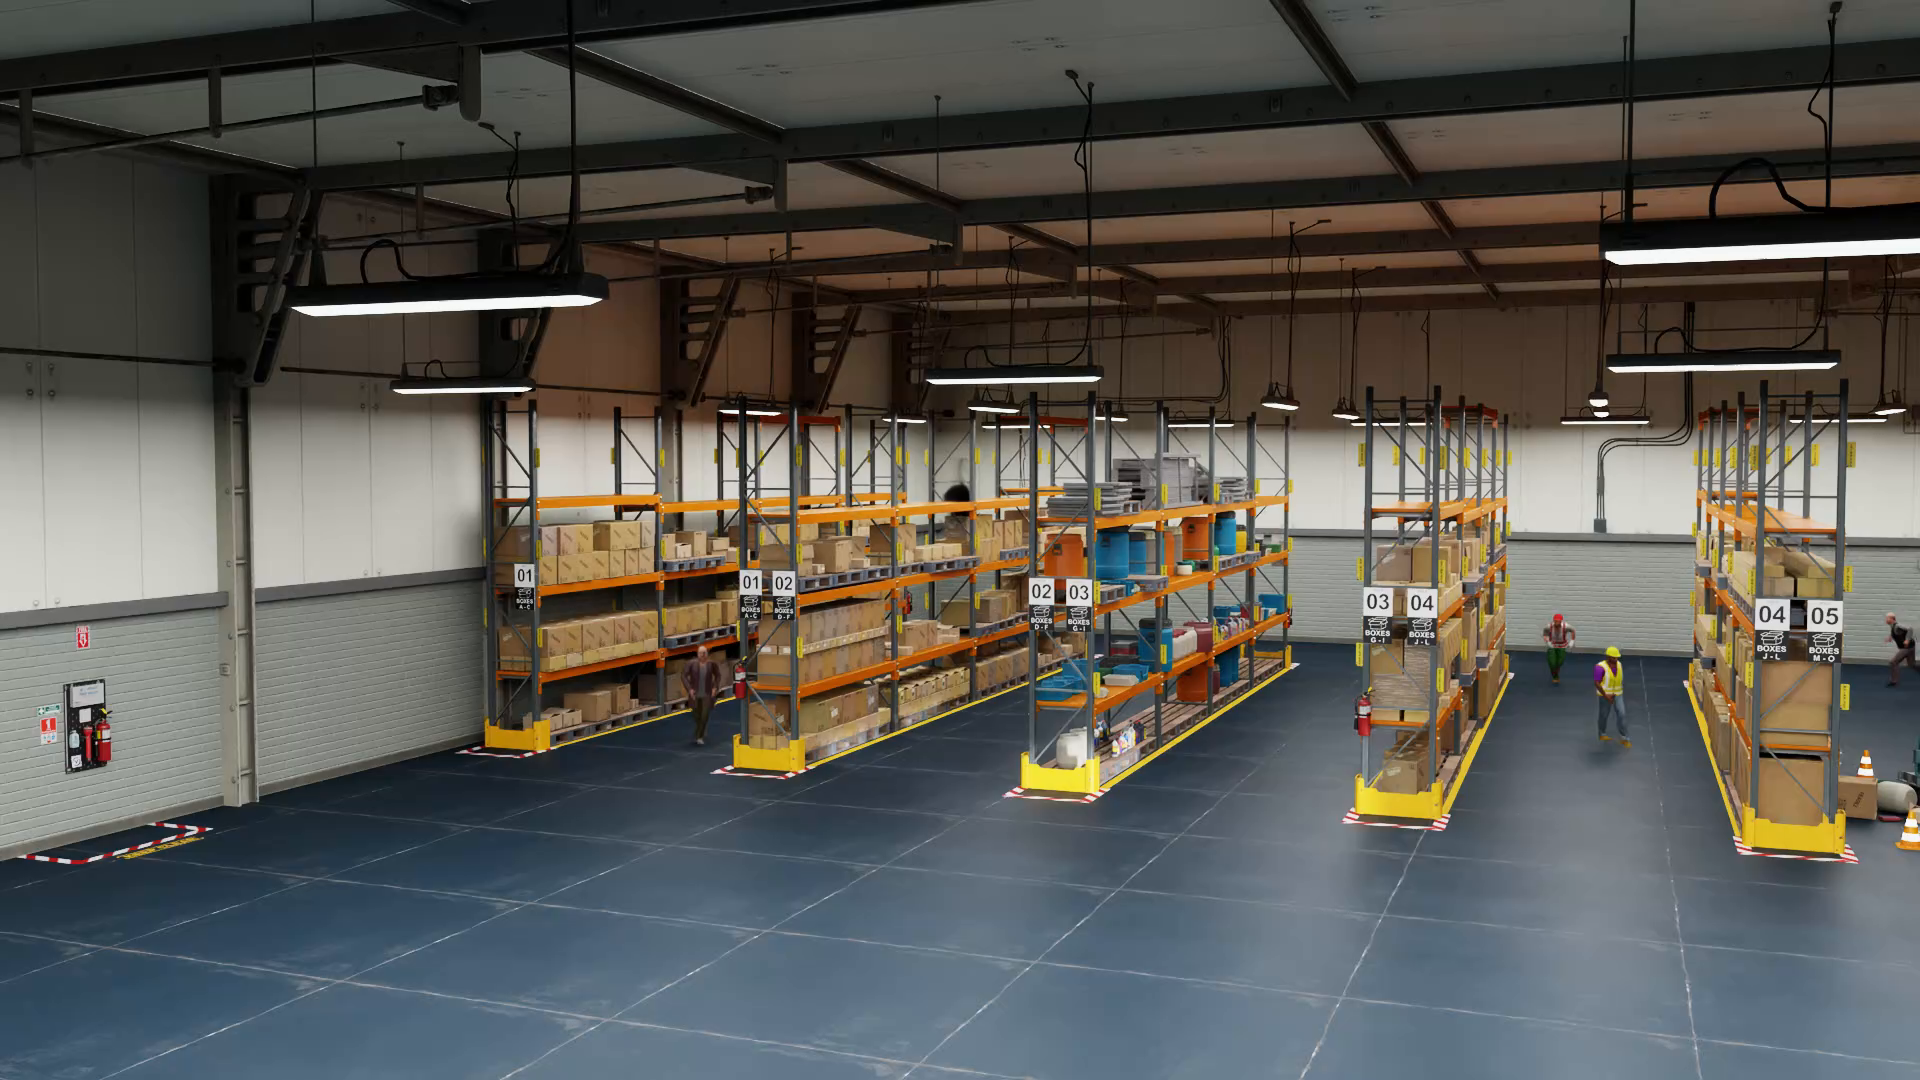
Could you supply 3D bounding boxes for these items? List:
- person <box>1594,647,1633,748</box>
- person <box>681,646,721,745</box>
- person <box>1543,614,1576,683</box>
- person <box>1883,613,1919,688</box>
[{"bbox_3d":[11.342,2.735,29.034,0.619,1.790,0.833,0,3,1],"label":"person"},{"bbox_3d":[-4.546,2.709,29.211,0.707,1.731,0.649,0,3,-9],"label":"person"},{"bbox_3d":[13.260,2.402,36.812,0.689,1.586,0.885,1,3,17],"label":"person"},{"bbox_3d":[20.590,2.428,36.060,0.985,1.684,0.680,1,3,22],"label":"person"}]
